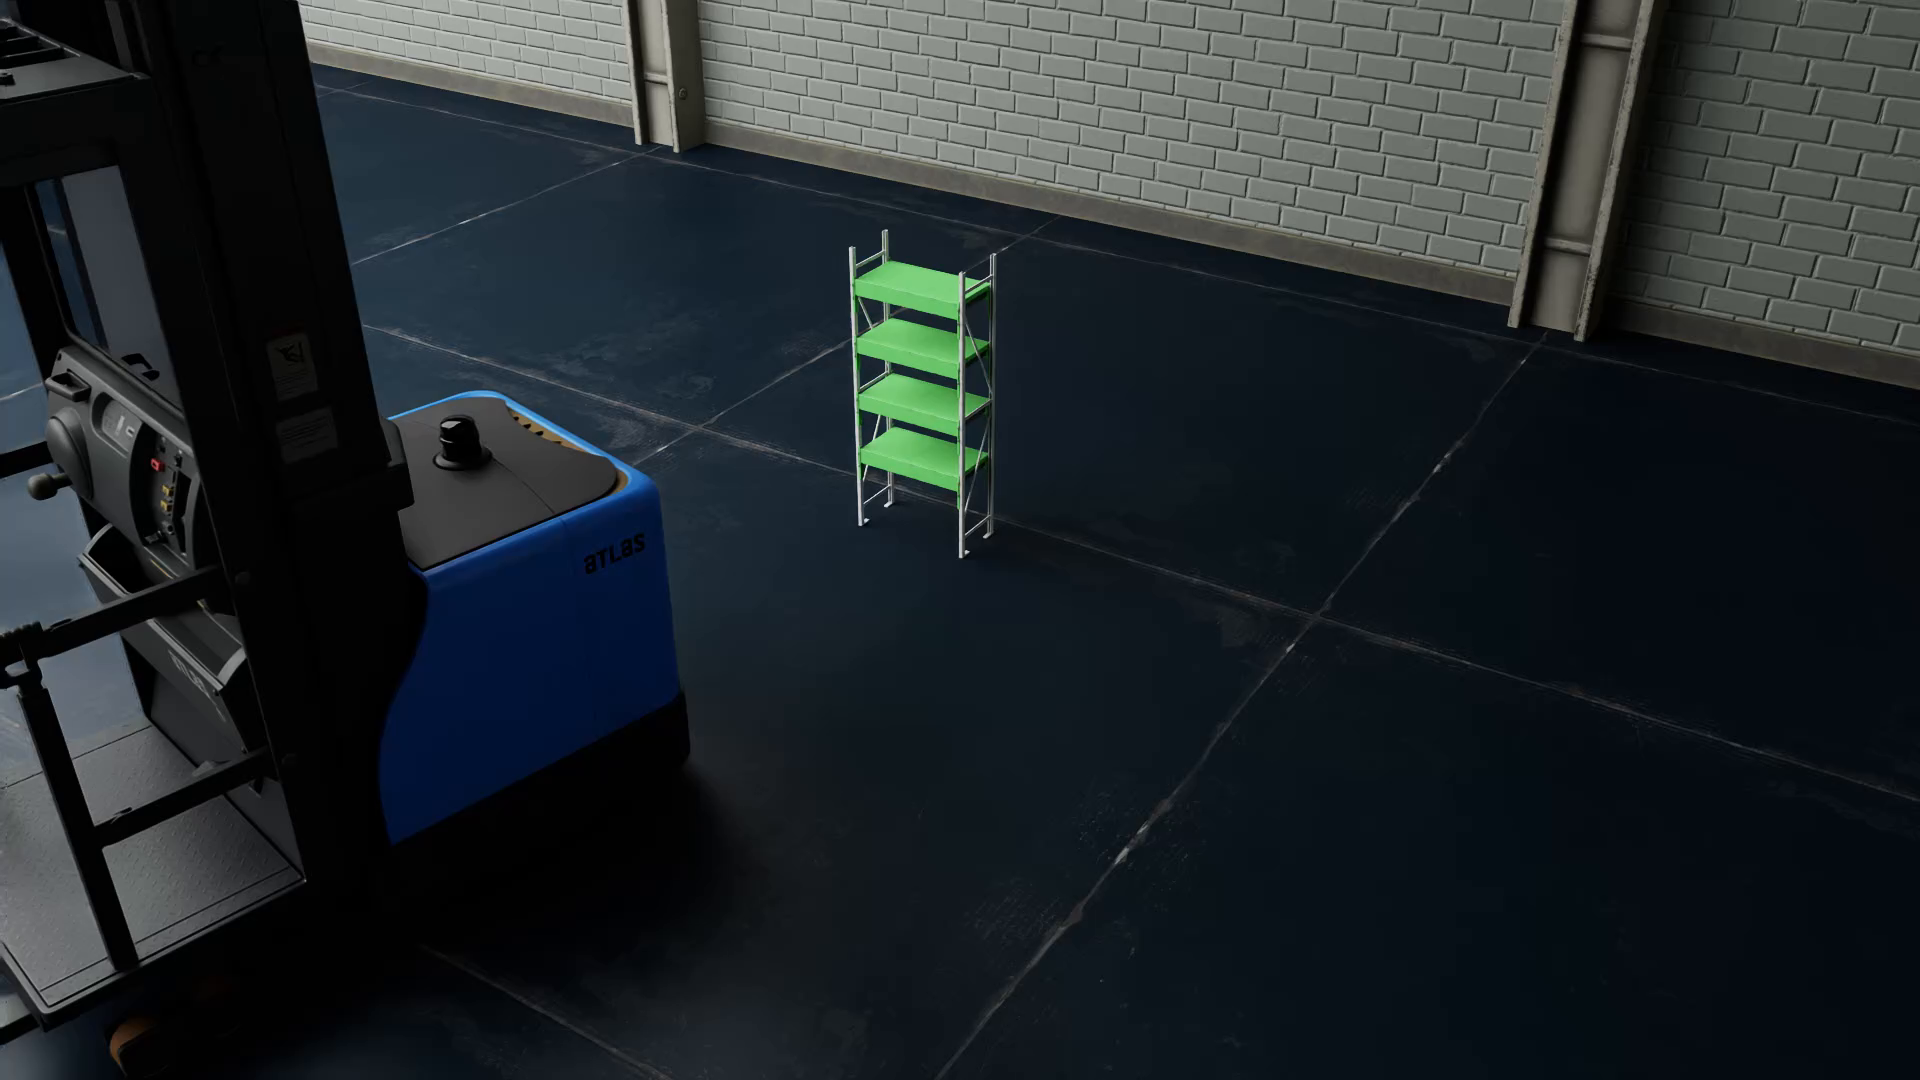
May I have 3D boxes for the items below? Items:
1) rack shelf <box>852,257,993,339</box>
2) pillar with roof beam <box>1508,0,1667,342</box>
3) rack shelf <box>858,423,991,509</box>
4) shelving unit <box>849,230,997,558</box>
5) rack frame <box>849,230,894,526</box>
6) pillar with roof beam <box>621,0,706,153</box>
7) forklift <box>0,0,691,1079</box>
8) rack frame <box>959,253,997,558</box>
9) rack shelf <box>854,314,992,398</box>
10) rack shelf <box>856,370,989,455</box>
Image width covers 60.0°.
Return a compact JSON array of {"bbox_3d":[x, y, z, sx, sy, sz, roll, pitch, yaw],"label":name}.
[{"bbox_3d":[-0.140,-0.922,6.314,0.480,0.148,0.258,18,35,27],"label":"rack shelf"},{"bbox_3d":[0.812,-3.178,3.266,0.400,9.000,9.100,18,35,27],"label":"pillar with roof beam"},{"bbox_3d":[-0.140,-0.300,6.677,0.480,0.148,0.258,18,35,27],"label":"rack shelf"},{"bbox_3d":[-0.140,-0.563,6.524,0.503,1.200,0.258,18,35,27],"label":"shelving unit"},{"bbox_3d":[-0.347,-0.628,6.636,0.015,1.200,0.240,18,35,27],"label":"rack frame"},{"bbox_3d":[-4.270,-4.785,6.022,0.400,9.000,9.100,18,35,27],"label":"pillar with roof beam"},{"bbox_3d":[-2.276,-0.159,4.113,1.130,2.935,3.031,27,40,38],"label":"forklift"},{"bbox_3d":[0.066,-0.497,6.412,0.015,1.200,0.240,18,35,27],"label":"rack frame"},{"bbox_3d":[-0.140,-0.715,6.435,0.480,0.148,0.258,18,35,27],"label":"rack shelf"},{"bbox_3d":[-0.140,-0.507,6.556,0.480,0.148,0.258,18,35,27],"label":"rack shelf"}]
